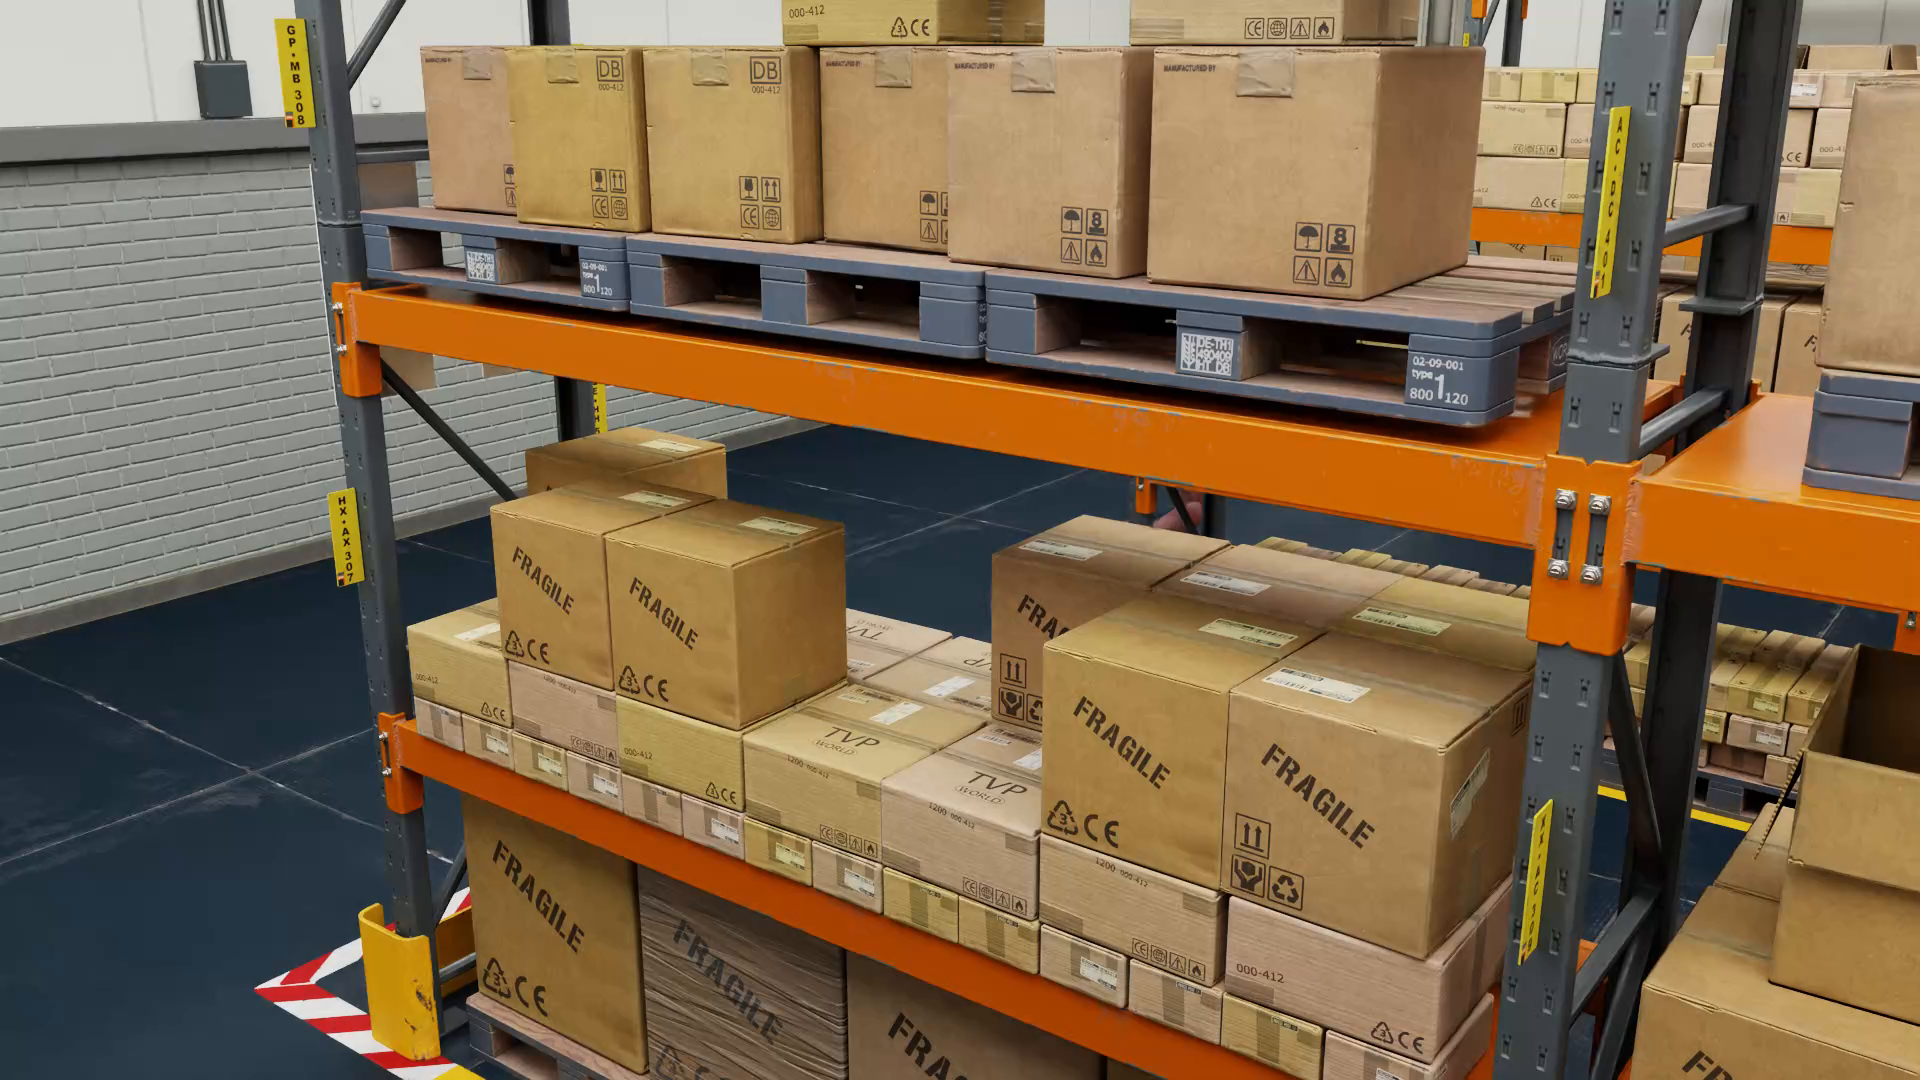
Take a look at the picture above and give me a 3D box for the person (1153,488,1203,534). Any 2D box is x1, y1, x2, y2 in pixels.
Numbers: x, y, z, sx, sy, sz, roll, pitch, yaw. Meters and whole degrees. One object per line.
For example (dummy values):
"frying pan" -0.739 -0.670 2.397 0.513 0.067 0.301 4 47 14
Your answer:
"person" 1.516 -0.585 11.446 0.530 1.652 0.480 -3 17 -9
